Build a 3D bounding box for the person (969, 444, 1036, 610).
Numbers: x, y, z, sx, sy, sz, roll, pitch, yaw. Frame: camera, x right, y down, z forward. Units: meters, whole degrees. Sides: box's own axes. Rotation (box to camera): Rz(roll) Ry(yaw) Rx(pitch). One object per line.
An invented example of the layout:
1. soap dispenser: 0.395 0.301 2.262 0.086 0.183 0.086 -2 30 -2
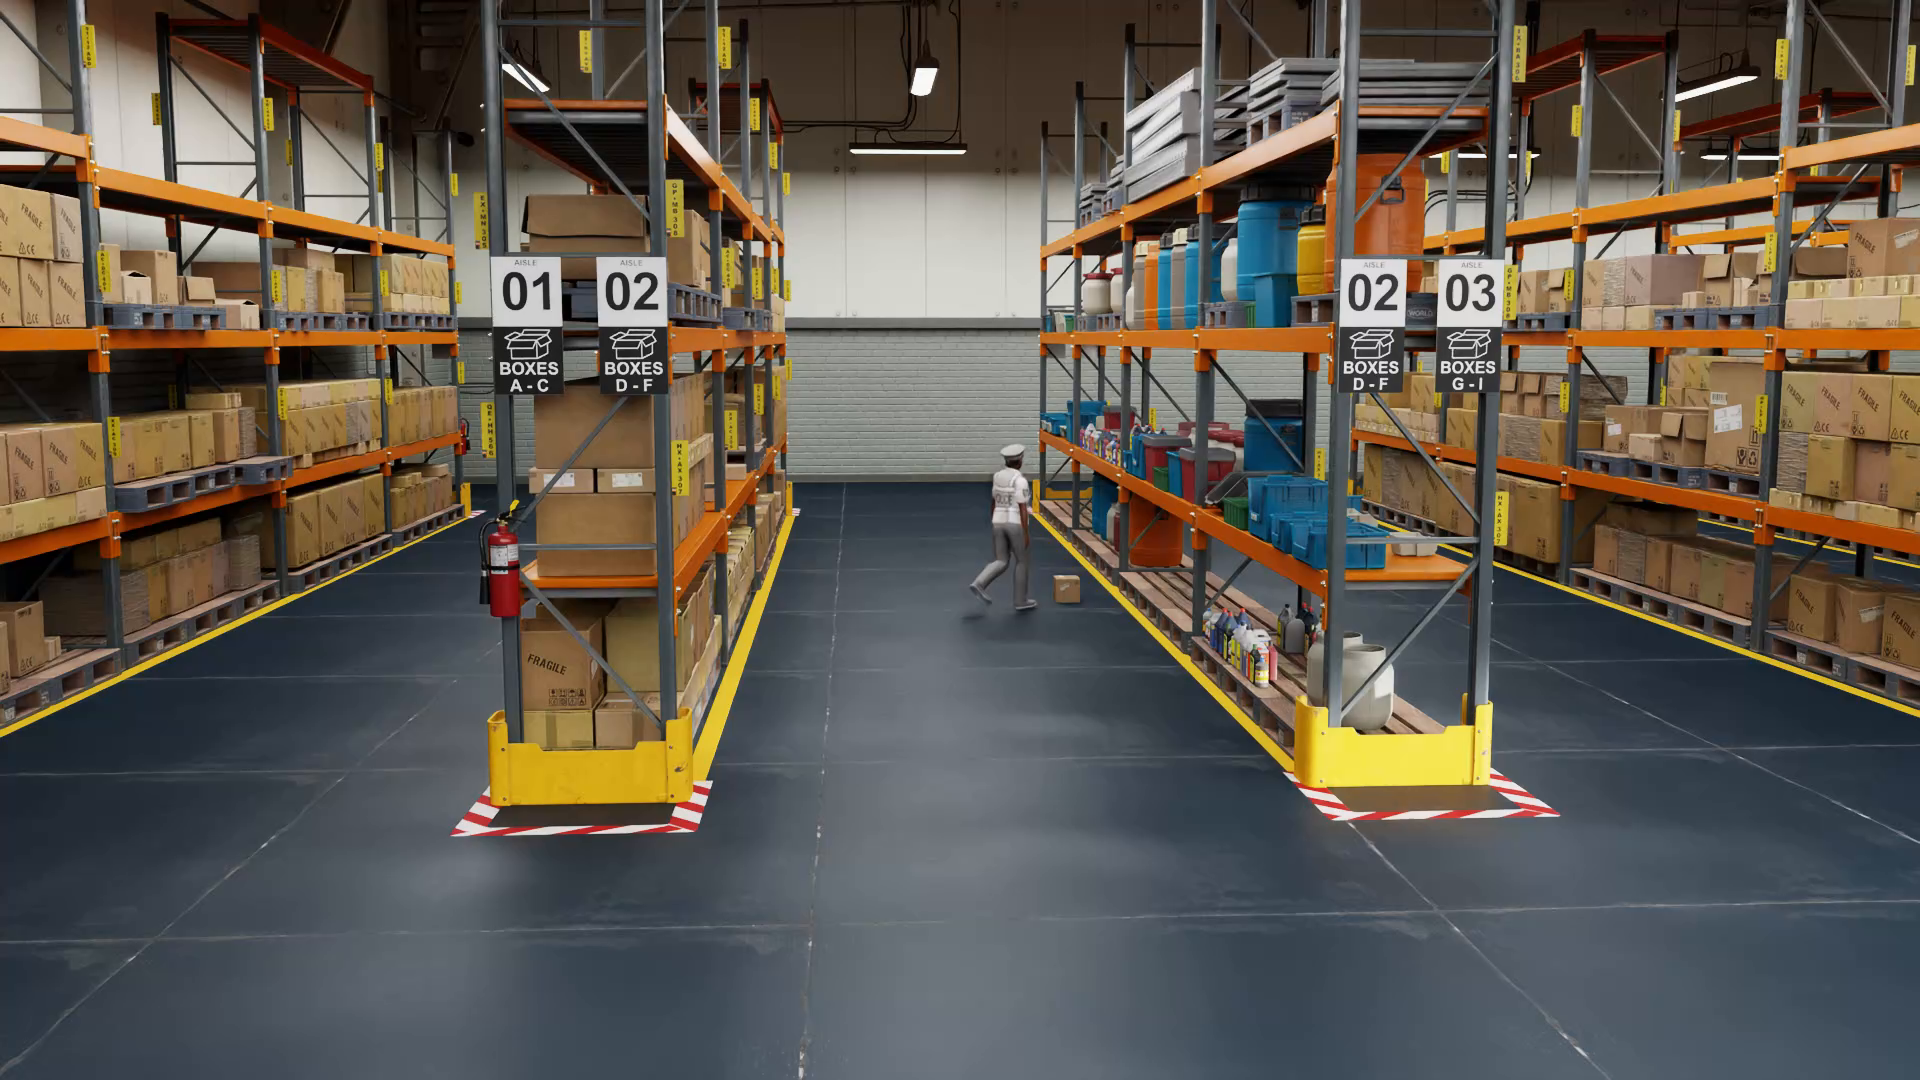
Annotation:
1. person: 0.464 -0.119 16.644 0.513 1.652 0.743 6 9 42
